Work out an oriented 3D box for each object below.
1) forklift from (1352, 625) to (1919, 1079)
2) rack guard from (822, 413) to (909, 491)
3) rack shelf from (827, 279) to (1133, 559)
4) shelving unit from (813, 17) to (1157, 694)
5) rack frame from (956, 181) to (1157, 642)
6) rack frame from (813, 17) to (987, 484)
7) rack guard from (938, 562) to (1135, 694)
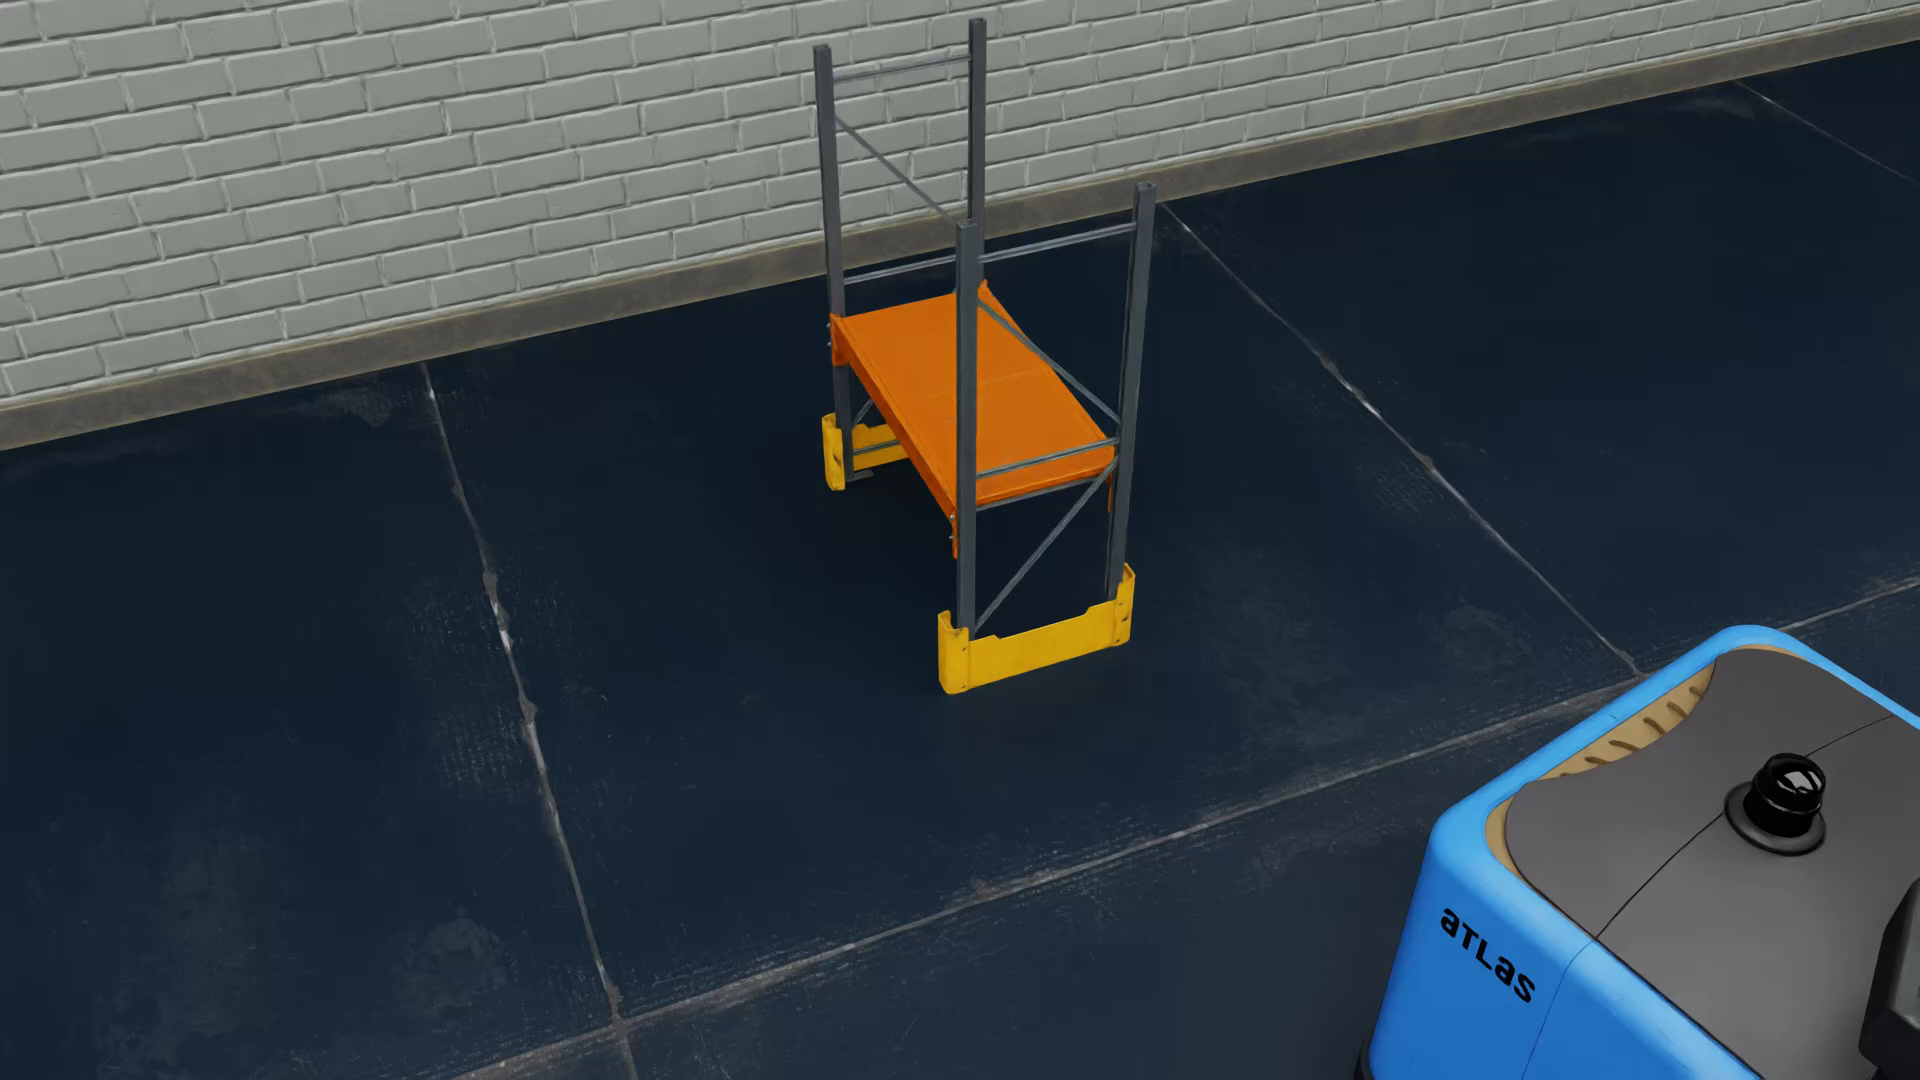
[{"bbox_3d":[2.104,0.818,2.051,1.130,2.935,3.031,-25,47,-26],"label":"forklift"},{"bbox_3d":[-0.161,-0.349,5.464,0.587,0.250,0.087,-15,43,-17],"label":"rack guard"},{"bbox_3d":[0.033,-0.381,4.819,0.538,0.185,1.000,-15,43,-17],"label":"rack shelf"},{"bbox_3d":[0.029,-0.523,4.708,0.587,1.500,1.083,-15,43,-17],"label":"shelving unit"},{"bbox_3d":[0.227,-0.211,4.345,0.500,1.500,0.032,-15,43,-17],"label":"rack frame"},{"bbox_3d":[-0.162,-0.823,5.057,0.500,1.500,0.032,-15,43,-17],"label":"rack frame"},{"bbox_3d":[0.220,0.251,4.766,0.587,0.250,0.087,-15,43,-17],"label":"rack guard"}]
